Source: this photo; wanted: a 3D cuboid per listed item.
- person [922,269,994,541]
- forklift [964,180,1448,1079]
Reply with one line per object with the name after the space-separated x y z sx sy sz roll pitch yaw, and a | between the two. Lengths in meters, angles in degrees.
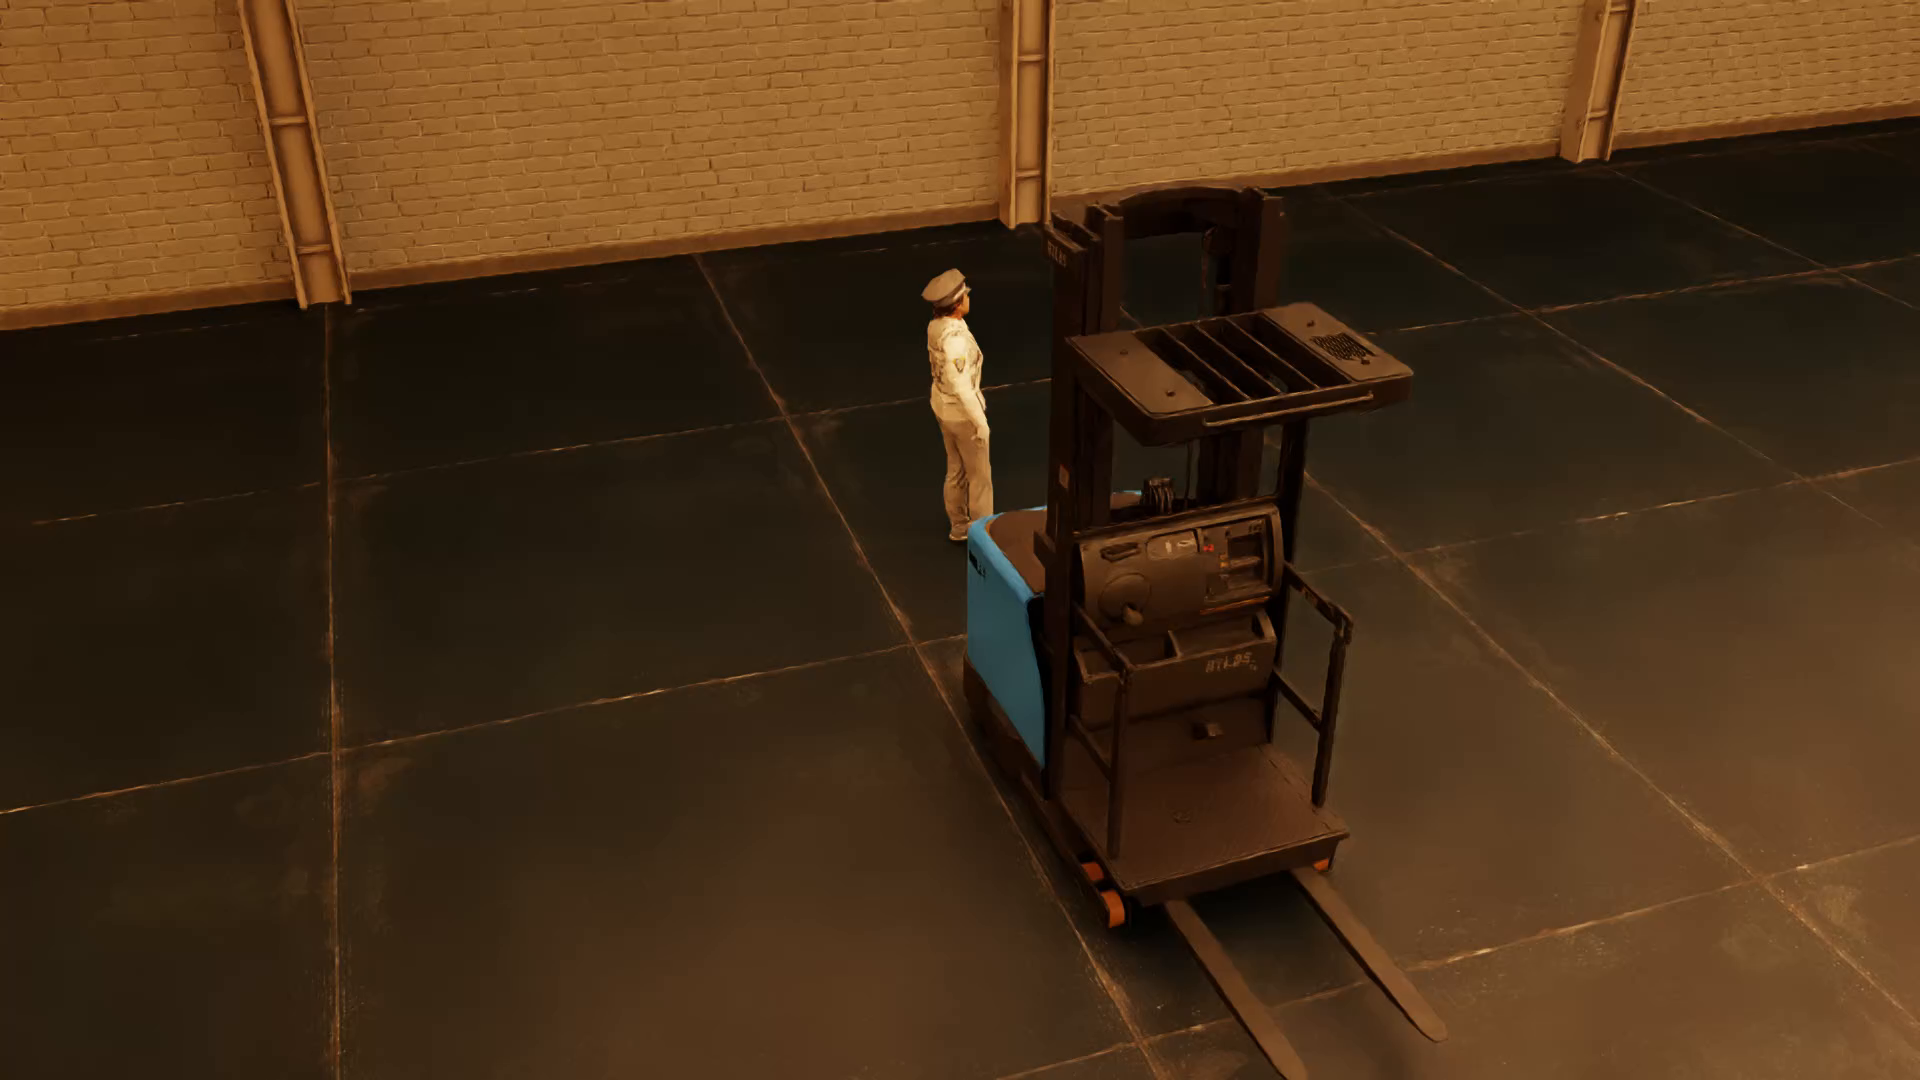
0.066 -0.748 9.612 0.532 1.695 0.586 -10 31 -16 | person
1.011 0.159 6.810 1.130 2.935 3.031 -11 32 -18 | forklift
